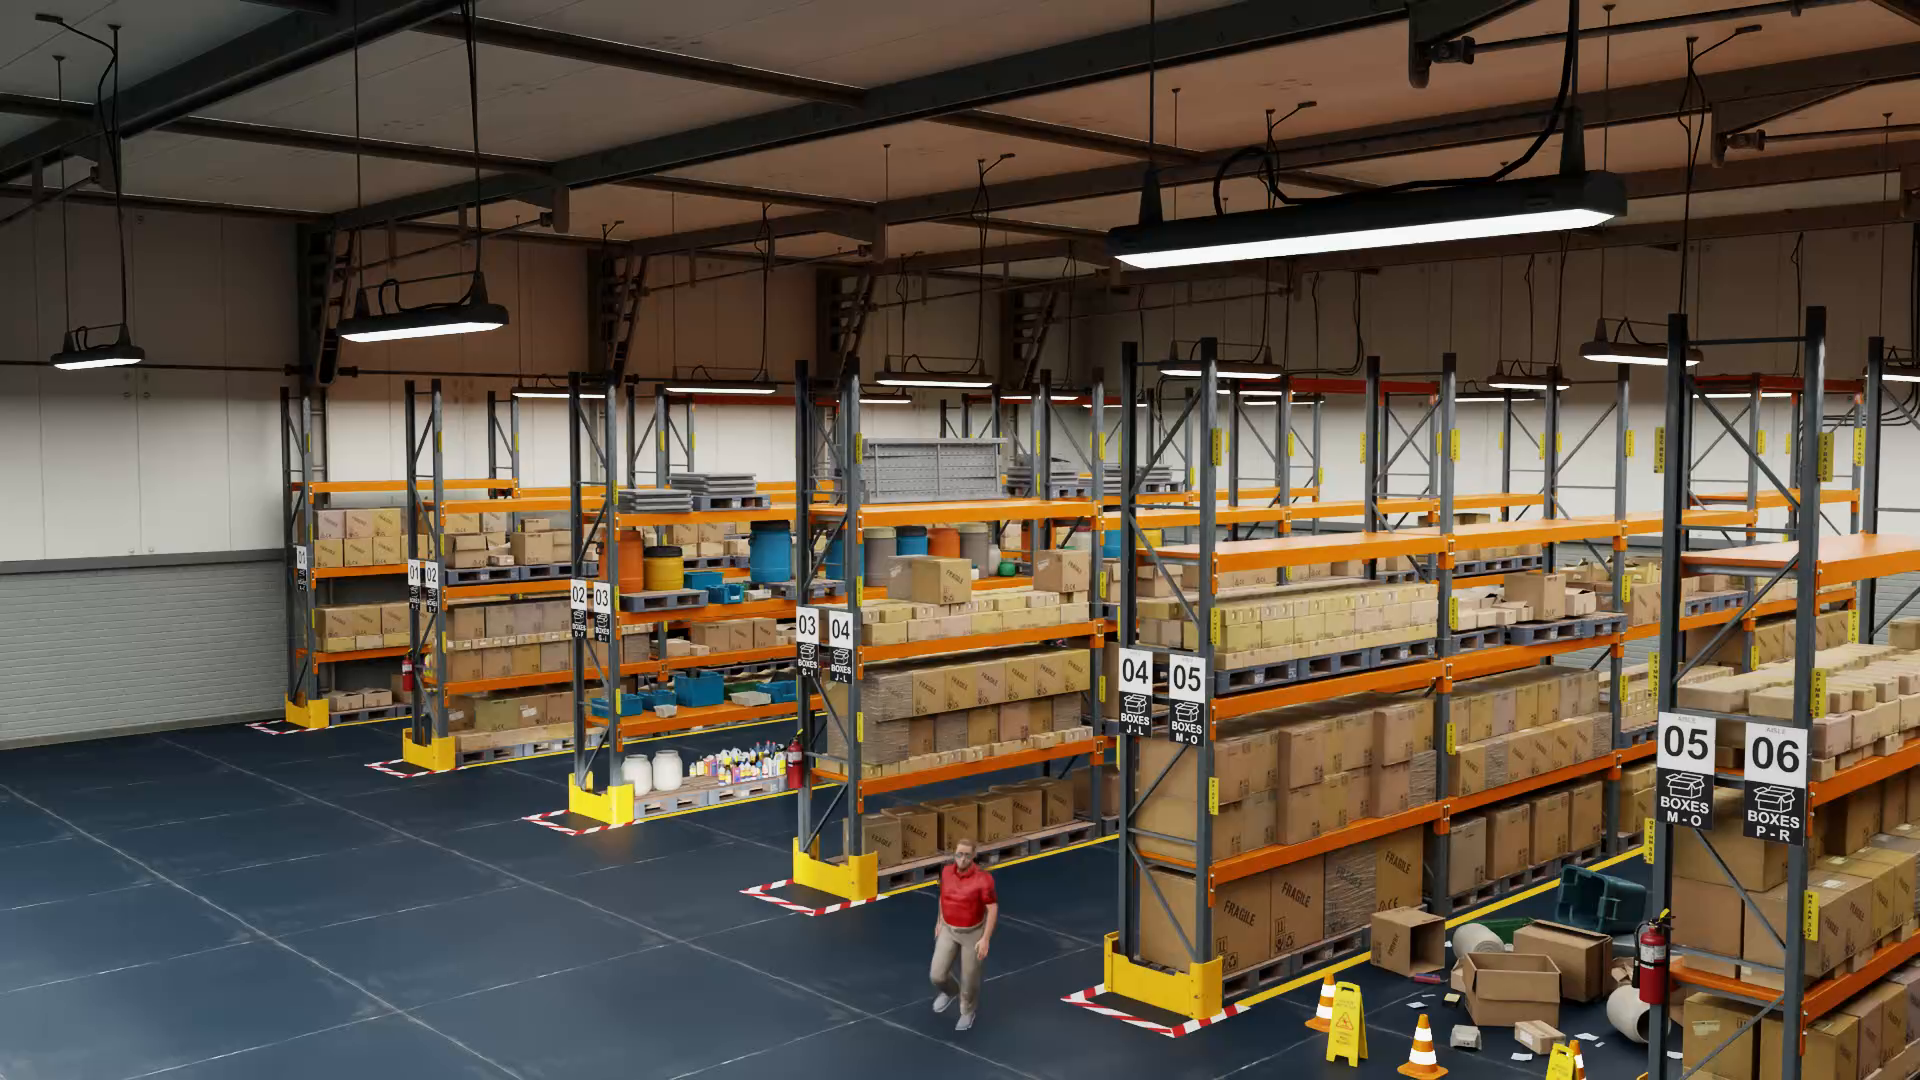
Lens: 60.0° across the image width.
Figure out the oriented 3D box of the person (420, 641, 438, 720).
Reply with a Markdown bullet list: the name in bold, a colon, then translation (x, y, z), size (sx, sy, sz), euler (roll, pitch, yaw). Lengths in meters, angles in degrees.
- **person**: translation (-8.783, 2.527, 28.058), size (0.701, 1.701, 0.591), euler (1, 4, 21)

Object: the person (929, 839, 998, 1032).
- **person**: translation (0.036, 3.404, 14.361), size (0.665, 1.708, 0.590), euler (1, 4, 19)
